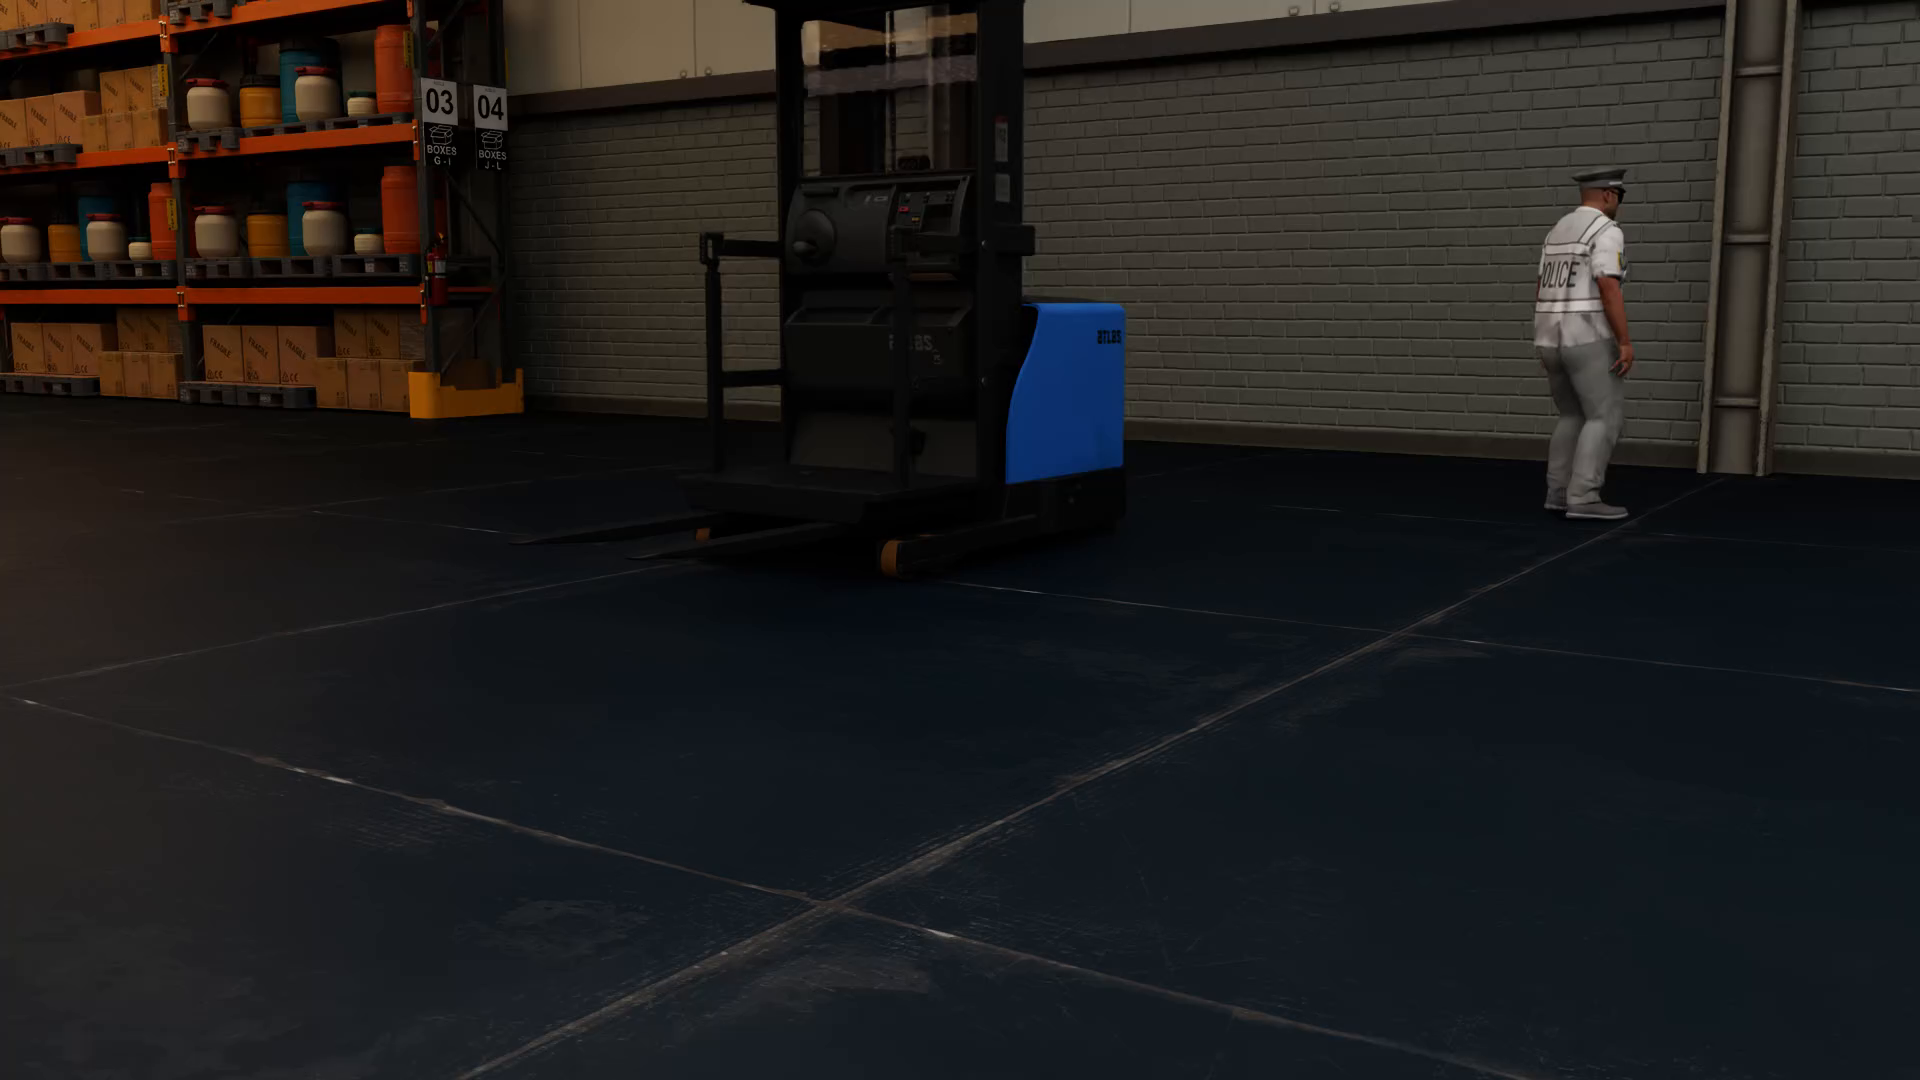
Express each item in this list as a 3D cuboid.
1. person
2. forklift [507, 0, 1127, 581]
[{"bbox_3d":[3.152,-0.979,8.348,0.478,1.762,0.600,-2,8,-14],"label":"person"},{"bbox_3d":[-0.475,-1.369,6.818,1.130,2.935,3.031,6,10,35],"label":"forklift"}]
